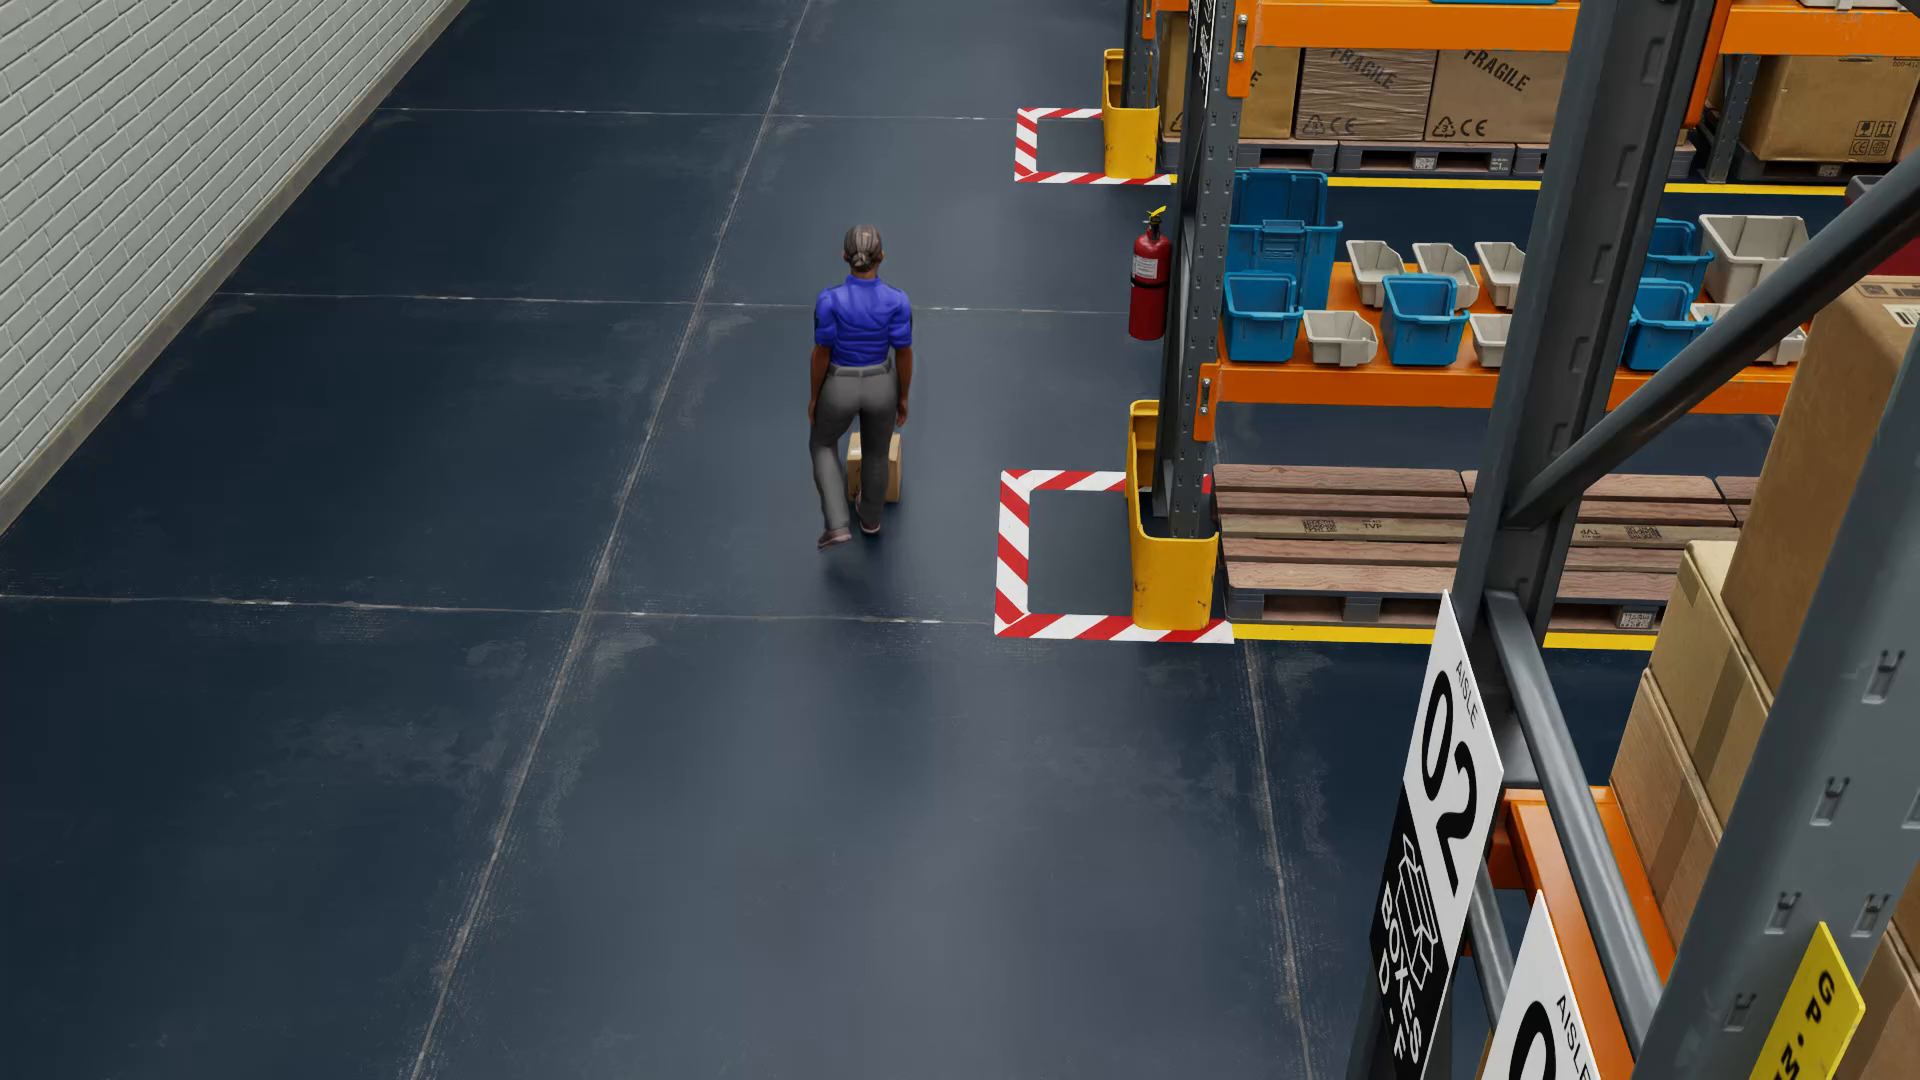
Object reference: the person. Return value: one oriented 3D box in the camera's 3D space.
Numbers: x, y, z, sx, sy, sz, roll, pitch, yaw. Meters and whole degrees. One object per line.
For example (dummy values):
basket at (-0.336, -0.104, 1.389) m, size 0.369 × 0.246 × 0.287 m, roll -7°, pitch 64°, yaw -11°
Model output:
person at (-0.462, -0.694, 7.571) m, size 0.478 × 1.644 × 0.565 m, roll -6°, pitch 36°, yaw -8°
